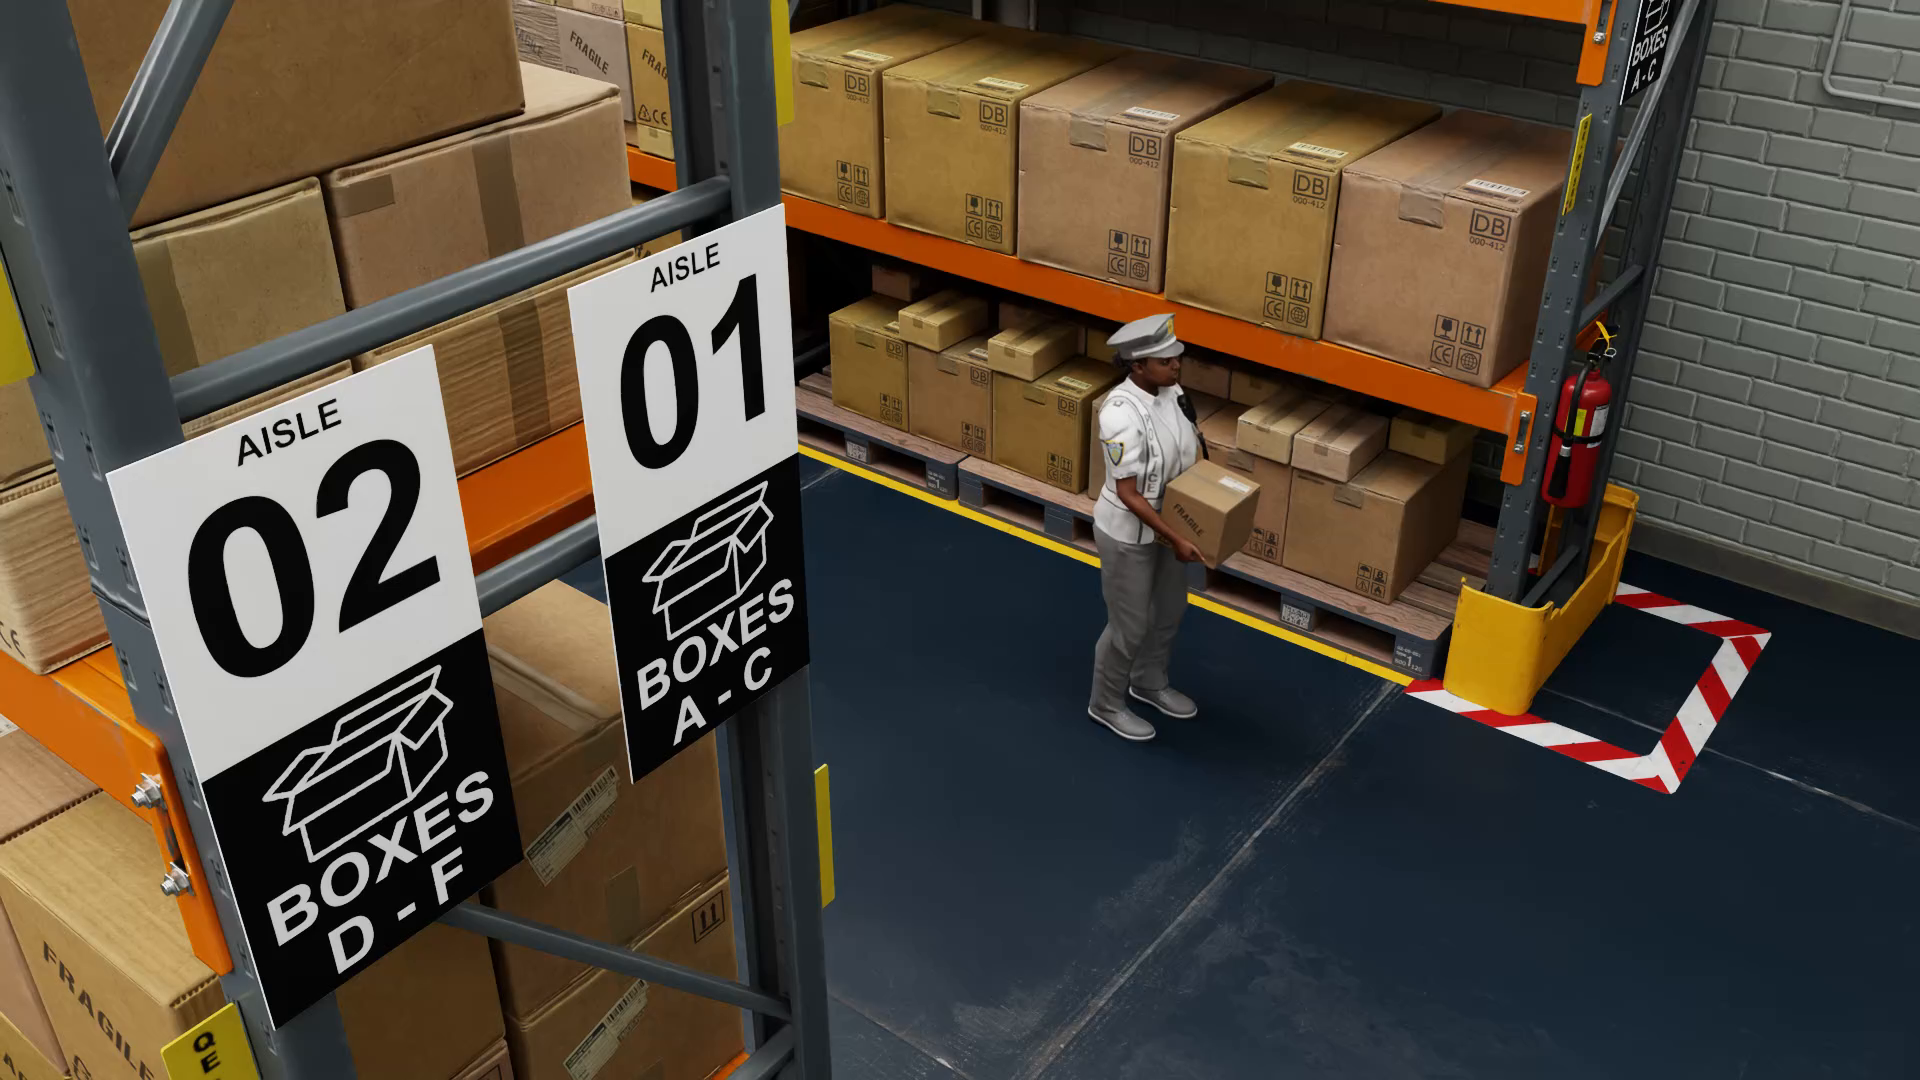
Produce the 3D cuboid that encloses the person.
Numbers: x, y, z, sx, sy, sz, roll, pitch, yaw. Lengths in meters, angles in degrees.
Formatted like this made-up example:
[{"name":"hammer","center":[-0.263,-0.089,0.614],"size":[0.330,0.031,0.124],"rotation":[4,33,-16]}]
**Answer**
[{"name":"person","center":[0.745,-0.022,6.148],"size":[0.518,1.690,0.451],"rotation":[22,37,32]}]
